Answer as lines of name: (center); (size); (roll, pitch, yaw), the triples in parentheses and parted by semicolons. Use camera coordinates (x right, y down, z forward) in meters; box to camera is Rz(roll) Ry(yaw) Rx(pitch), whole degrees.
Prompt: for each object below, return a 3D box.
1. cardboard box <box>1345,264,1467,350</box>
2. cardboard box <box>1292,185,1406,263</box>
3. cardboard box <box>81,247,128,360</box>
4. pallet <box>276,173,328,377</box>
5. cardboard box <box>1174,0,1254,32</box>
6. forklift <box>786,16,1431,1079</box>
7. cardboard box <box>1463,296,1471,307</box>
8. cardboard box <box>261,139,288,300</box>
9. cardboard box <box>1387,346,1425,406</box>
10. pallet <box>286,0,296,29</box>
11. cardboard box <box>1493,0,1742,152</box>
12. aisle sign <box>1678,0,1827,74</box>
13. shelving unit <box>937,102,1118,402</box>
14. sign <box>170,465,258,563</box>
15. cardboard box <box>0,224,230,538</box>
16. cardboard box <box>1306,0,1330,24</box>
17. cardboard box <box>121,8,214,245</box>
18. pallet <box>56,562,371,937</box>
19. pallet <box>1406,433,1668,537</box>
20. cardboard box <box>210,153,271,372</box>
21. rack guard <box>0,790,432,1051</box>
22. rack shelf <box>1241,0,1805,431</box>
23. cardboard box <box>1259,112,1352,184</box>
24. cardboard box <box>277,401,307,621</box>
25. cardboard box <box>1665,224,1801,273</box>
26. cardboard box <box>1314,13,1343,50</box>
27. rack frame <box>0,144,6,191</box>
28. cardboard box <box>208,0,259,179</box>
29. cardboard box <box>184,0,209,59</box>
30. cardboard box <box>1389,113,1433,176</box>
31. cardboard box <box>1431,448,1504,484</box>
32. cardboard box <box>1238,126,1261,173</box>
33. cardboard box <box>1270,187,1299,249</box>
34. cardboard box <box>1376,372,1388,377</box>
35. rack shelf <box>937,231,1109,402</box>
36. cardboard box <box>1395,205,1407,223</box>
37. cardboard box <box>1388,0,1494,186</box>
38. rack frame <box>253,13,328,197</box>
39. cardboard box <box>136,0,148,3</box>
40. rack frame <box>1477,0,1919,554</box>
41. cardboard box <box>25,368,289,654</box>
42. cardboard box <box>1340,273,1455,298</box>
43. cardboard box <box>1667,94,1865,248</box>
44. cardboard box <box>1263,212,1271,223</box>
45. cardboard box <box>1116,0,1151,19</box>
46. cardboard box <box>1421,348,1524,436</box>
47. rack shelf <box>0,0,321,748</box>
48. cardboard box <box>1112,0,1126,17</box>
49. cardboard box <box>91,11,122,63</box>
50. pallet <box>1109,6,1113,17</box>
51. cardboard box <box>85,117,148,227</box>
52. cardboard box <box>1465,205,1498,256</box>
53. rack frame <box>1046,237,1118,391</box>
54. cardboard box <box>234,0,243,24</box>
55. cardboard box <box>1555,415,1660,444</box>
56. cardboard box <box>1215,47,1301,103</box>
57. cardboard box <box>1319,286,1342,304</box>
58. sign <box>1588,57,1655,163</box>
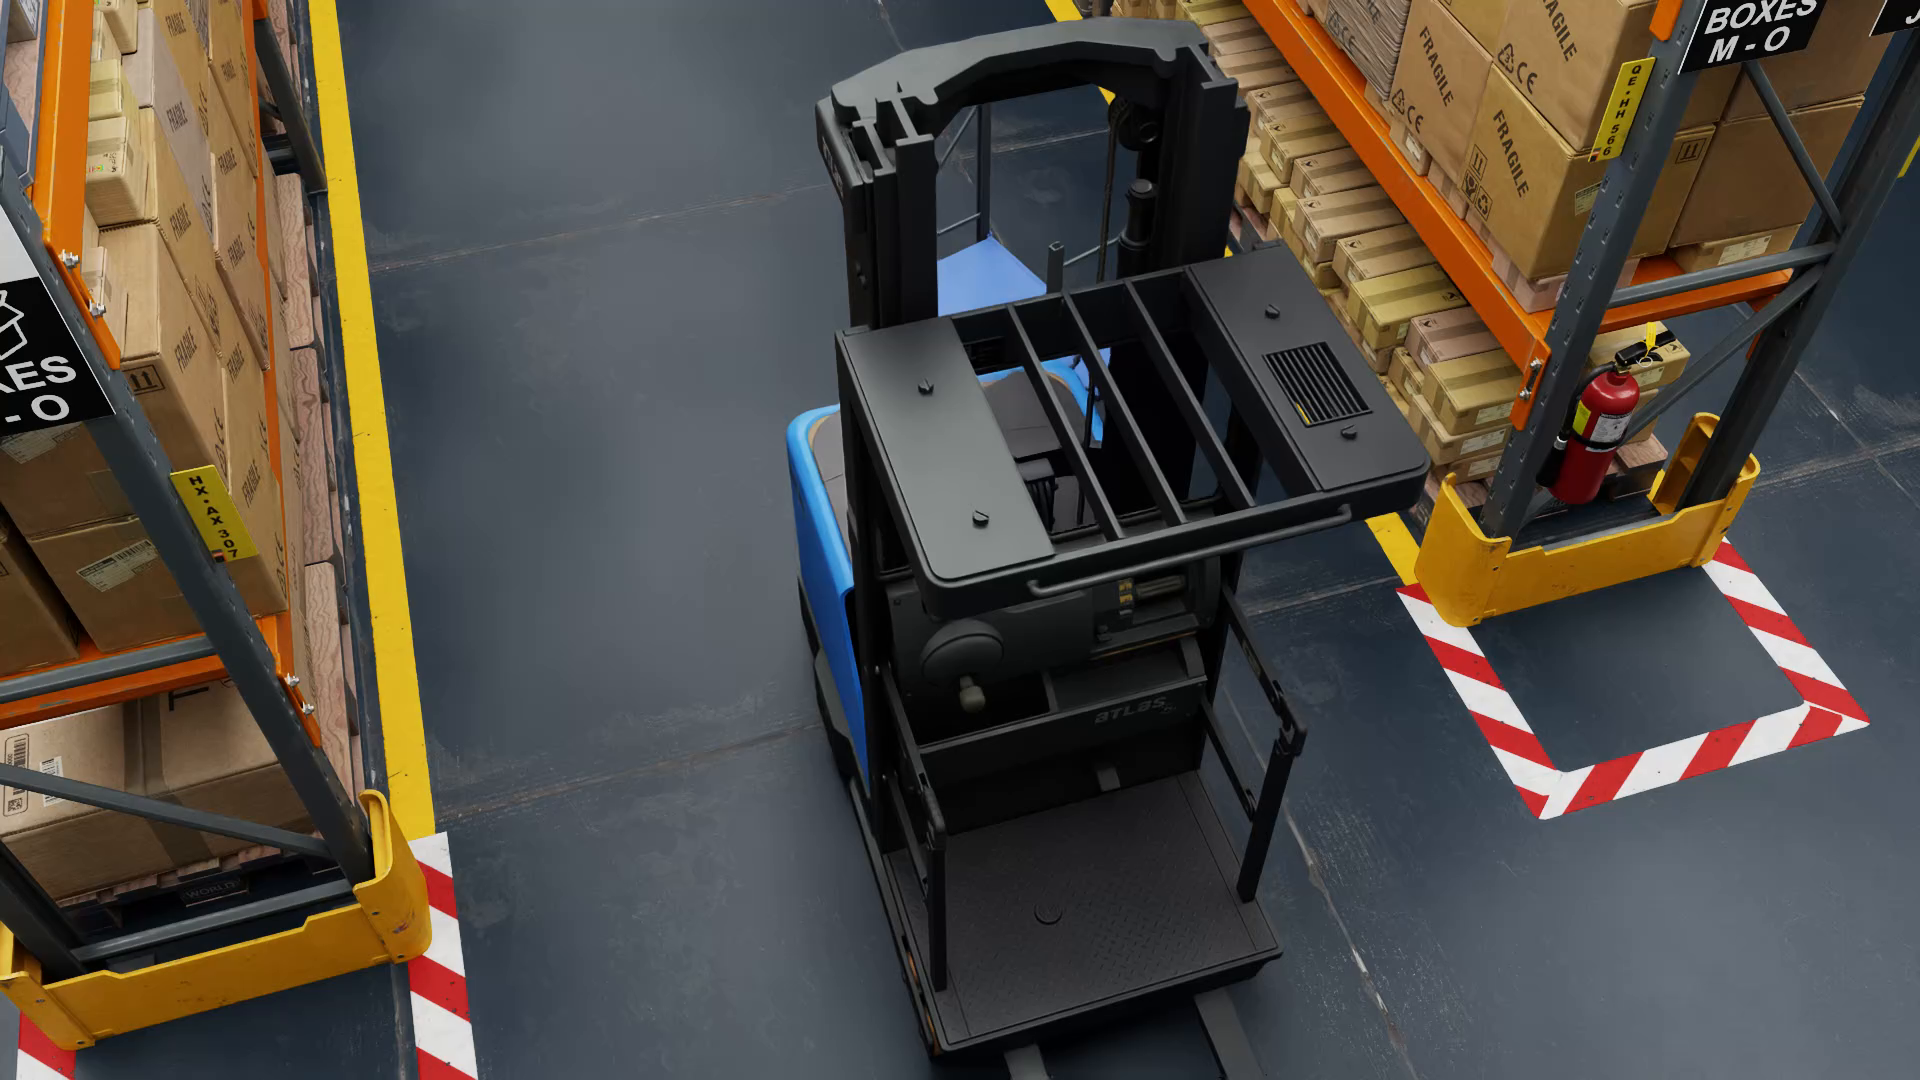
cardboard box: (1.756, -0.921, 6.555); (0.380, 0.149, 0.250); (-14, 51, -12)
cardboard box: (1.607, -1.308, 6.881); (0.380, 0.149, 0.250); (-12, 51, -10)
cardboard box: (-2.167, -0.519, 3.871); (0.380, 0.149, 0.250); (-12, 51, -10)
pallet: (-3.360, -1.083, 7.315); (1.003, 0.211, 1.213); (-13, 51, -11)
cardboard box: (1.240, -2.469, 7.860); (0.380, 0.149, 0.250); (-14, 51, -11)
forklift: (0.330, 0.302, 4.368); (1.130, 2.935, 3.031); (-13, 51, -11)
cardboard box: (2.278, -0.951, 6.775); (0.380, 0.149, 0.250); (-13, 51, -11)
cardboard box: (-3.427, -1.381, 7.143); (0.875, 0.438, 0.875); (-14, 51, -12)
cardboard box: (1.917, -0.663, 6.532); (0.380, 0.149, 0.250); (-14, 51, -12)
pallet: (-4.174, -3.095, 9.011); (1.003, 0.211, 1.213); (-13, 51, -11)
cardboard box: (1.999, -1.555, 4.974); (0.500, 0.500, 0.500); (-14, 51, -12)
aisle sign: (2.107, -1.543, 4.178); (0.394, 0.787, 0.004); (-13, 51, -11)
shelving unit: (0.203, -0.886, 6.306); (0.538, 1.500, 1.048); (-29, 56, -22)
sign: (-1.795, -0.059, 4.009); (0.100, 0.325, 0.005); (-13, 51, -11)
cardboard box: (-2.197, -0.403, 4.198); (0.500, 0.500, 0.500); (-14, 51, -12)
cardboard box: (1.549, -2.336, 6.287); (0.500, 0.500, 0.500); (-11, 51, -9)
cardboard box: (-2.516, -1.153, 4.830); (0.500, 0.500, 0.500); (-14, 51, -11)
pallet: (-2.638, 0.699, 5.812); (1.003, 0.211, 1.213); (-13, 51, -11)
pallet: (2.143, -0.584, 6.894); (1.003, 0.211, 1.213); (-13, 51, -11)
cardboard box: (-2.504, -0.820, 5.203); (0.500, 0.500, 0.500); (-14, 51, -11)
rack guard: (-2.320, 1.190, 5.210); (1.175, 0.500, 0.348); (-13, 51, -11)
rack shelf: (1.780, -2.055, 6.781); (1.077, 0.370, 4.000); (-13, 51, -11)
cardboard box: (1.531, -1.710, 7.220); (0.380, 0.149, 0.250); (-13, 51, -11)
cardboard box: (-2.896, -0.069, 6.037); (0.875, 0.438, 0.875); (-12, 51, -10)
cardboard box: (2.589, -1.056, 5.632); (0.380, 0.149, 0.250); (-14, 51, -11)
cardboard box: (1.615, -2.070, 6.487); (0.380, 0.149, 0.250); (-13, 51, -10)
rack frame: (-2.327, -1.567, 1.975); (1.000, 3.000, 0.127); (-13, 51, -11)
cardboard box: (-2.808, -1.568, 5.834); (0.500, 0.500, 0.500); (-14, 51, -12)
cardboard box: (-2.805, -1.885, 5.447); (0.500, 0.500, 0.500); (-13, 51, -10)
cardboard box: (1.781, -1.470, 5.982); (0.380, 0.149, 0.250); (-12, 51, -10)
cardboard box: (2.017, -0.380, 6.488); (0.380, 0.149, 0.250); (-13, 51, -10)
cardboard box: (1.407, -1.786, 7.479); (0.380, 0.149, 0.250); (-14, 51, -11)
cardboard box: (1.564, -1.405, 7.158); (0.380, 0.149, 0.250); (-11, 51, -9)
cardboard box: (1.848, -0.757, 6.806); (0.380, 0.149, 0.250); (-14, 51, -11)
rack shelf: (0.203, -0.770, 6.443); (0.538, 0.185, 1.000); (-29, 56, -22)
cardboard box: (2.017, -1.524, 7.258); (0.380, 0.149, 0.250); (-11, 51, -9)
cardboard box: (1.846, -1.602, 5.668); (0.500, 0.500, 0.500); (-14, 51, -12)
rack frame: (-3.510, -2.555, 6.731); (1.000, 3.000, 0.127); (-13, 51, -11)
cardboard box: (-2.586, -1.661, 4.834); (0.380, 0.149, 0.250); (-14, 51, -12)
rack frame: (2.372, -0.826, 5.274); (1.000, 3.000, 0.127); (-13, 51, -11)
cardboard box: (-2.195, -0.081, 4.581); (0.500, 0.500, 0.500); (-14, 51, -11)
cardboard box: (1.807, -1.058, 6.865); (0.380, 0.149, 0.250); (-14, 51, -11)
cardboard box: (2.503, -1.345, 5.451); (0.500, 0.500, 0.500); (-11, 51, -9)
cardboard box: (1.563, -1.513, 7.443); (0.380, 0.149, 0.250); (-12, 51, -10)
cardboard box: (0.990, -2.723, 8.269); (0.380, 0.149, 0.250); (-11, 51, -9)
cardboard box: (1.973, -0.564, 6.254); (0.380, 0.149, 0.250); (-13, 51, -11)
rack shelf: (-2.918, -0.862, 5.775); (1.077, 0.370, 4.000); (-13, 51, -11)
cardboard box: (0.990, -2.626, 8.381); (0.380, 0.149, 0.250); (-15, 52, -13)
cardboard box: (-2.503, -1.278, 4.511); (0.380, 0.149, 0.250); (-13, 51, -11)
pallet: (1.421, -2.366, 8.397); (1.003, 0.211, 1.213); (-13, 51, -11)
cardboard box: (-2.280, -0.910, 4.201); (0.380, 0.149, 0.250); (-12, 51, -10)
cardboard box: (1.968, -1.110, 5.678); (0.380, 0.149, 0.250); (-13, 51, -11)
rack frame: (0.498, -0.570, 6.039); (0.500, 1.500, 0.032); (-29, 56, -22)
cardboard box: (-3.129, -2.306, 6.456); (0.500, 0.500, 0.500); (-13, 51, -11)
cardboard box: (2.523, -0.498, 6.587); (0.380, 0.149, 0.250); (-12, 51, -10)
cardboard box: (1.336, -2.080, 7.532); (0.380, 0.149, 0.250); (-12, 51, -10)
cardboard box: (1.627, -1.107, 7.101); (0.380, 0.149, 0.250); (-15, 52, -13)
sign: (1.836, -1.190, 4.617); (0.100, 0.325, 0.005); (-13, 51, -11)
